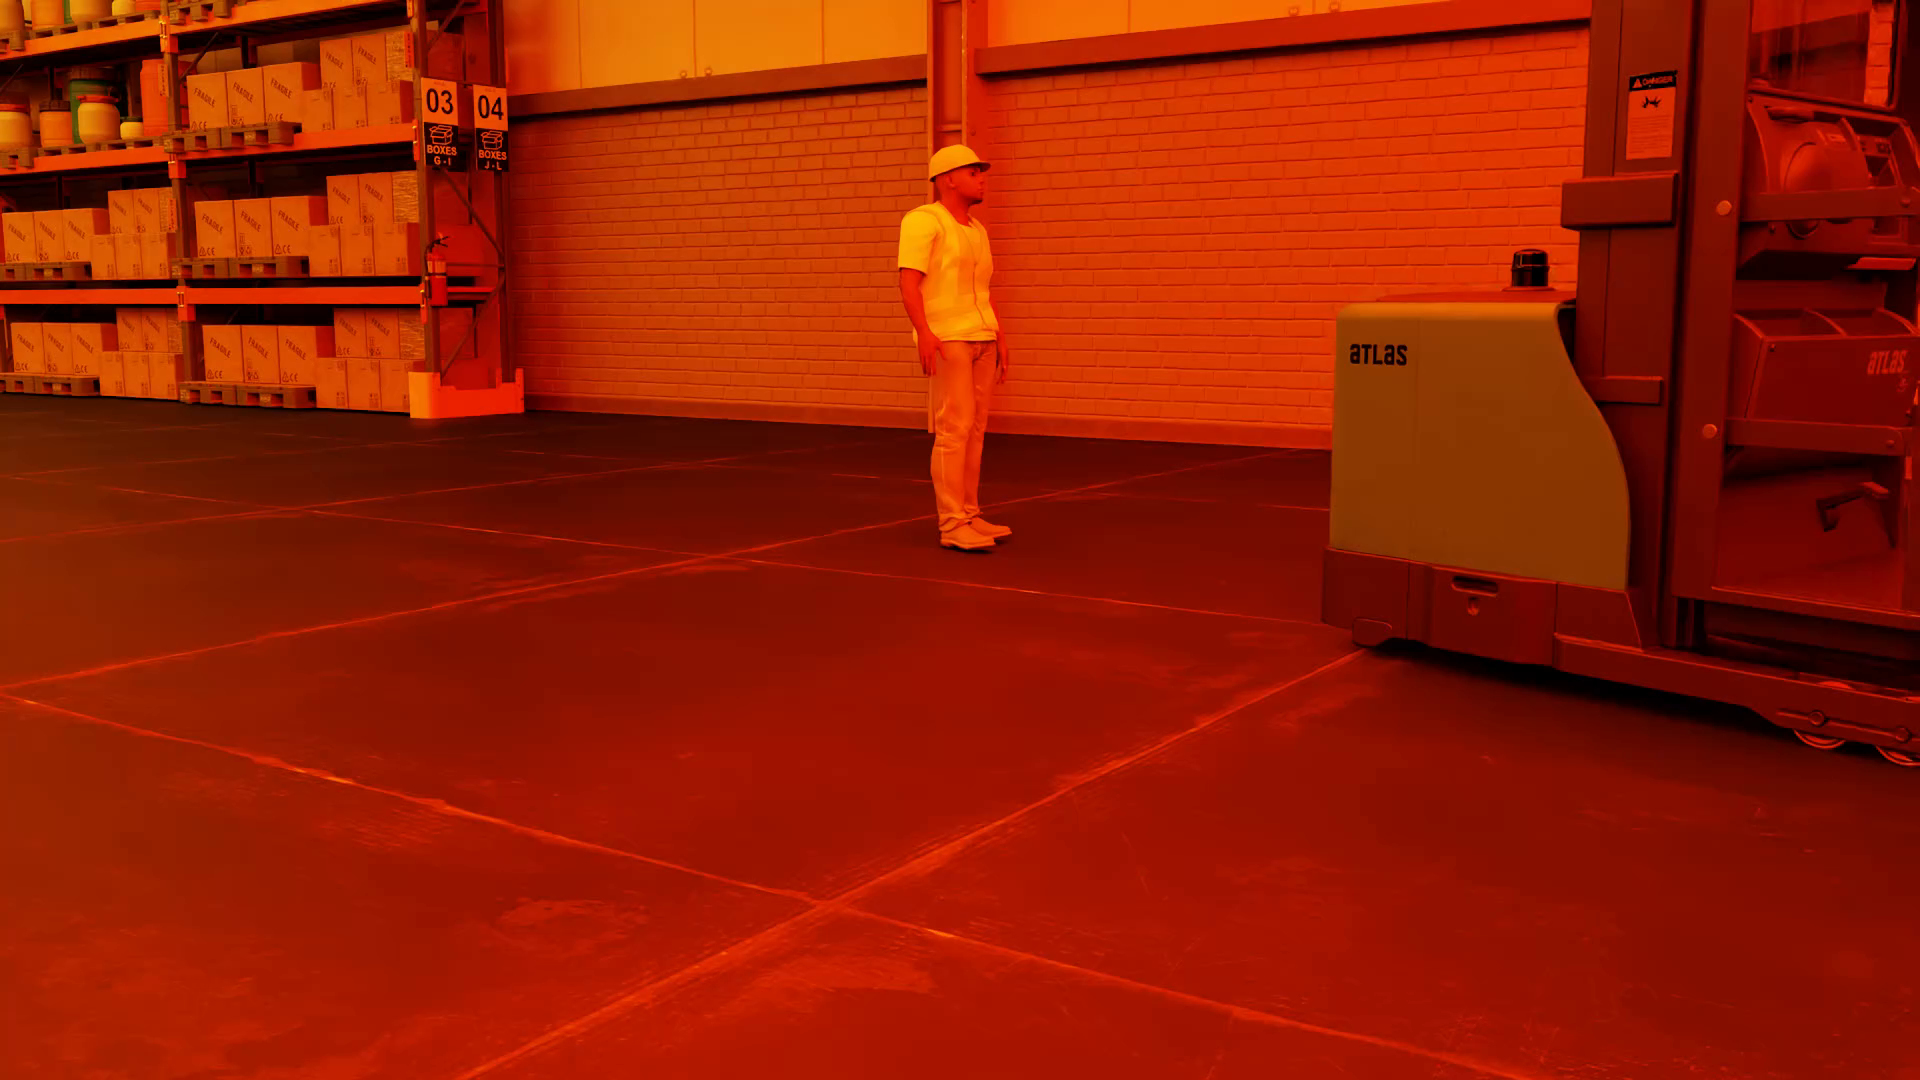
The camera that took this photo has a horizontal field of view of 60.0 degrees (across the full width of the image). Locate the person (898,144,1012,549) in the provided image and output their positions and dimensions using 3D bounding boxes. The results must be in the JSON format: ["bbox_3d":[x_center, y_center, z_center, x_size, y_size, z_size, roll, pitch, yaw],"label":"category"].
[{"bbox_3d":[0.054,-0.876,7.435,0.577,1.765,0.665,5,10,34],"label":"person"}]

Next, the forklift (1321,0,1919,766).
[{"bbox_3d":[2.453,-1.001,4.229,1.130,2.935,3.031,-6,10,-38],"label":"forklift"}]
